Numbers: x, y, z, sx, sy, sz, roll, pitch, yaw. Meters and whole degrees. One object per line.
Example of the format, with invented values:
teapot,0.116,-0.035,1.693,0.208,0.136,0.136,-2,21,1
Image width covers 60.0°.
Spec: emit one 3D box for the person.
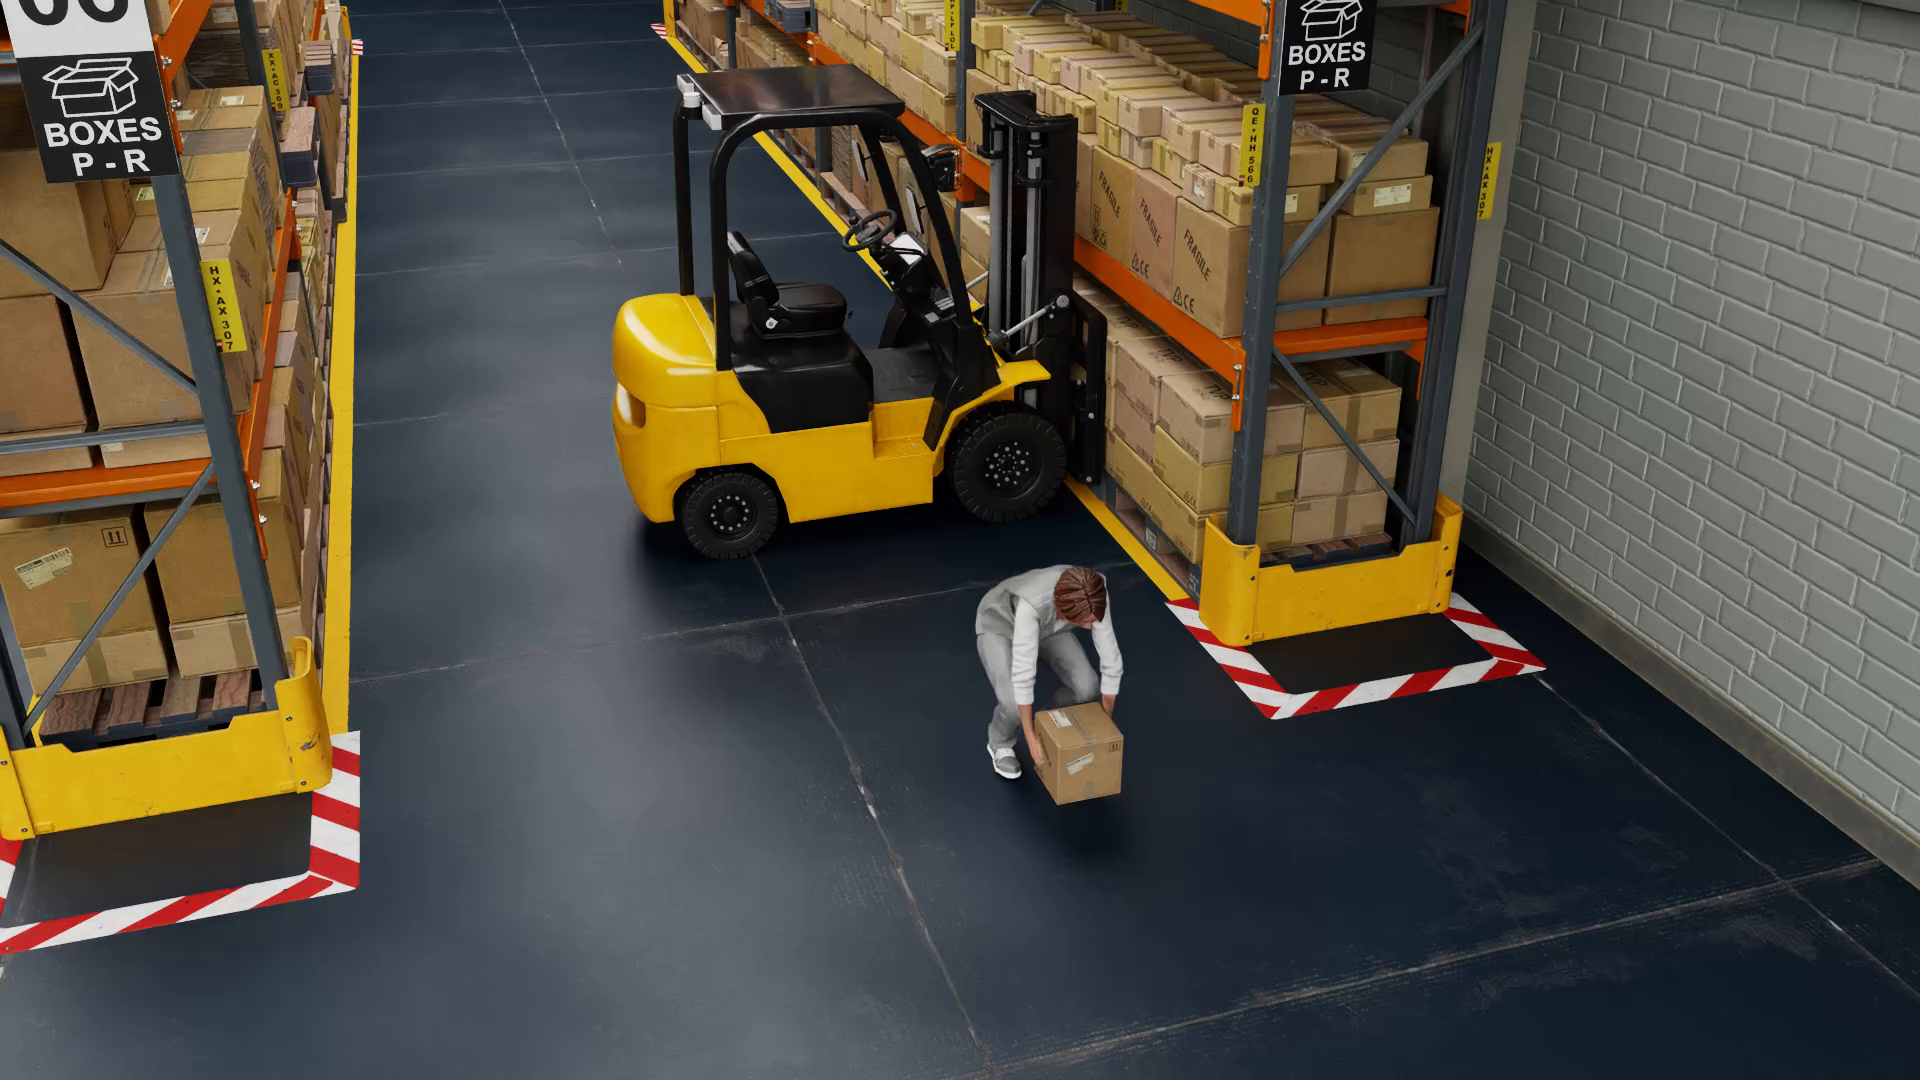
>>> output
person,0.332,0.452,6.377,0.456,1.017,0.761,-8,28,-16
